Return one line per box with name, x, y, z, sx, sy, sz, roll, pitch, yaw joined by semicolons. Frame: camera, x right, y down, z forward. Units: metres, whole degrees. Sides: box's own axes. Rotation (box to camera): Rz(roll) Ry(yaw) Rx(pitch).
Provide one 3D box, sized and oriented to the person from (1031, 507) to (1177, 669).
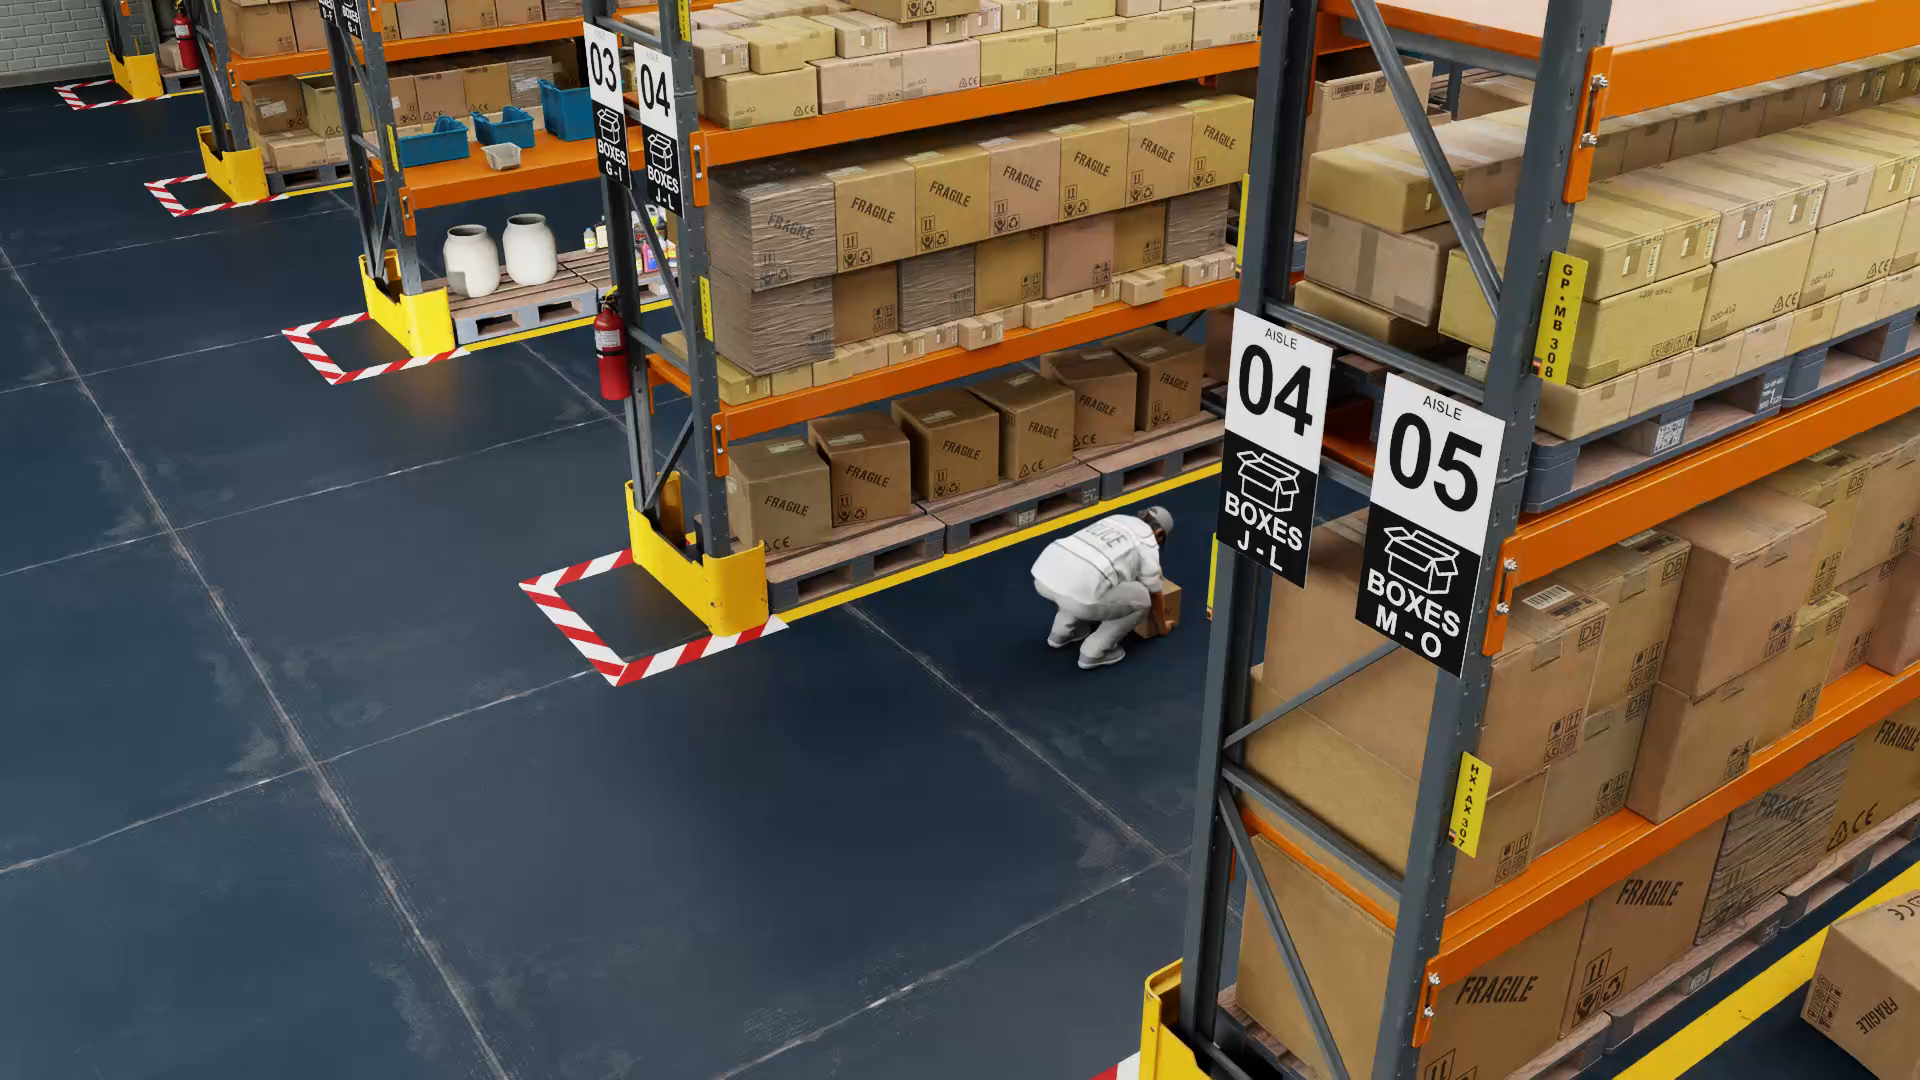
person;0.817;0.253;9.145;0.931;0.750;0.507;-20;34;-32
